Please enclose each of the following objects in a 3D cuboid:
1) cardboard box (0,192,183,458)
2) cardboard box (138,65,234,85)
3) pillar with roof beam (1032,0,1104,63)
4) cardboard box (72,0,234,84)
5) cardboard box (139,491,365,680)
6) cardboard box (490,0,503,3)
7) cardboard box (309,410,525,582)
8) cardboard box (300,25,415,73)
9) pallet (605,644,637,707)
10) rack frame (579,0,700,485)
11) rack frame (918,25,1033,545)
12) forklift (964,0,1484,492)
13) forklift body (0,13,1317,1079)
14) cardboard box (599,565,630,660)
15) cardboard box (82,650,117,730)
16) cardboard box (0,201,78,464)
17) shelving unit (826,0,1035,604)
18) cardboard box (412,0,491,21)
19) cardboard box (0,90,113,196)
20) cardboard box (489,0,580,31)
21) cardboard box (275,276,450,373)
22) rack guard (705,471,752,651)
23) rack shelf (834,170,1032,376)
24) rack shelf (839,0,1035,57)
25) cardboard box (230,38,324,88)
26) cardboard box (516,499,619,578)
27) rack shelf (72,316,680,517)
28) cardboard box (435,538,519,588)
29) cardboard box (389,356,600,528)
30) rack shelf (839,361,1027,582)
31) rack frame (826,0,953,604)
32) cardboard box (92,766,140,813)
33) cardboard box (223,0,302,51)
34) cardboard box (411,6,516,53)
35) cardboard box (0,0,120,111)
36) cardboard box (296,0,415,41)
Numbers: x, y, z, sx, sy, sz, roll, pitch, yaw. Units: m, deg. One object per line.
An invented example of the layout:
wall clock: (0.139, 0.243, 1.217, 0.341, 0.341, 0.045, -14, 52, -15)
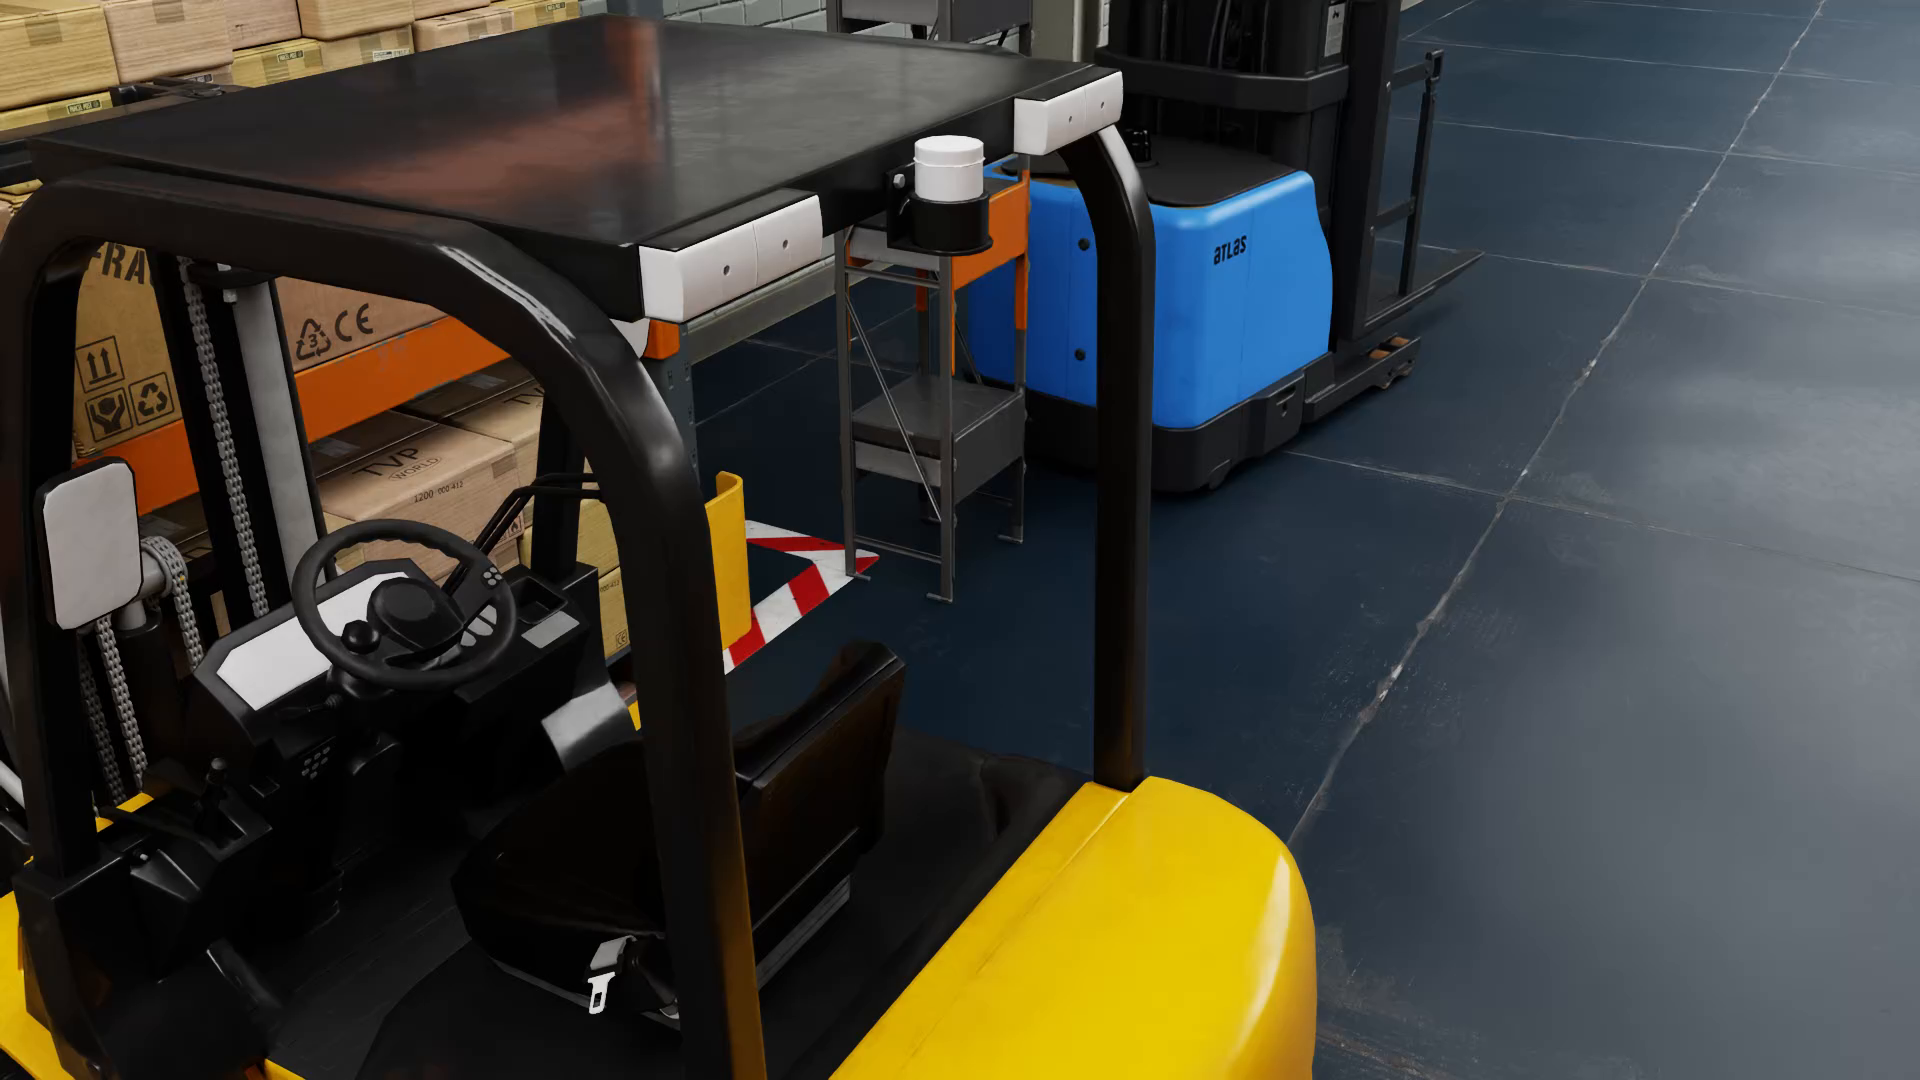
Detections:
cardboard box: (-1.762, -0.526, 3.339, 0.500, 0.500, 0.500, 14, 30, 25)
cardboard box: (-1.663, -0.867, 3.294, 0.380, 0.149, 0.250, 13, 29, 24)
pillar with roof beam: (4.339, -5.131, 5.948, 9.100, 9.000, 0.400, 14, 30, 26)
cardboard box: (-1.644, -0.995, 3.219, 0.380, 0.149, 0.250, 15, 30, 27)
cardboard box: (-1.674, 0.111, 3.663, 0.500, 0.250, 0.500, 15, 30, 27)
cardboard box: (-1.226, -1.413, 4.053, 0.380, 0.149, 0.250, 14, 30, 26)
cardboard box: (-1.434, -0.088, 4.061, 0.500, 0.250, 0.500, 15, 30, 27)
cardboard box: (-1.441, -1.075, 3.711, 0.380, 0.149, 0.250, 15, 30, 27)
pallet: (-1.573, 0.423, 4.669, 1.003, 0.211, 1.213, 14, 30, 26)
rack frame: (-1.233, -1.131, 4.659, 1.000, 3.000, 0.127, 14, 30, 26)
rack frame: (0.039, -0.970, 5.341, 0.400, 2.100, 0.015, 14, 30, 26)
forklift: (1.327, -2.071, 6.613, 1.130, 2.935, 3.031, 20, 33, 34)
forklift body: (-0.578, 0.389, 2.570, 2.313, 2.155, 1.214, 14, 30, 26)
cardboard box: (-1.189, 0.163, 4.675, 0.500, 0.250, 0.500, 14, 30, 26)
cardboard box: (-1.930, 0.307, 3.272, 0.500, 0.250, 0.500, 14, 30, 25)
cardboard box: (-2.000, -0.328, 2.943, 0.500, 0.500, 0.500, 14, 30, 26)
shelving unit: (-0.081, -0.875, 5.151, 0.431, 2.100, 0.503, 14, 30, 26)
cardboard box: (-1.320, -1.310, 3.847, 0.380, 0.149, 0.250, 14, 30, 26)
cardboard box: (-1.770, -0.764, 3.089, 0.380, 0.149, 0.250, 14, 30, 26)
cardboard box: (-1.160, -1.269, 4.098, 0.380, 0.149, 0.250, 15, 30, 27)
cardboard box: (-1.510, -0.726, 3.738, 0.500, 0.500, 0.500, 15, 30, 28)
rack guard: (-1.222, -0.023, 5.237, 1.175, 0.500, 0.348, 14, 30, 26)
rack shelf: (-0.081, -0.862, 5.157, 0.431, 0.518, 0.480, 14, 30, 26)
rack shelf: (-0.081, -1.488, 4.844, 0.431, 0.518, 0.480, 14, 30, 26)
cardboard box: (-1.573, -0.981, 3.523, 0.380, 0.149, 0.250, 14, 30, 26)
cardboard box: (-1.201, -0.054, 4.552, 0.500, 0.250, 0.500, 14, 30, 25)
rack shelf: (-2.217, -0.030, 3.263, 1.077, 0.370, 4.000, 14, 30, 26)
cardboard box: (-1.457, 0.139, 4.166, 0.500, 0.250, 0.500, 14, 30, 26)
cardboard box: (-1.188, -0.288, 4.461, 0.500, 0.250, 0.500, 15, 30, 28)
rack shelf: (-0.081, -0.236, 5.471, 0.431, 0.518, 0.480, 14, 30, 26)
rack frame: (-0.201, -0.779, 4.961, 0.400, 2.100, 0.015, 14, 30, 26)
cardboard box: (-1.942, 0.539, 3.367, 0.500, 0.250, 0.500, 14, 30, 26)
cardboard box: (-1.613, -1.121, 3.471, 0.380, 0.149, 0.250, 14, 30, 26)
cardboard box: (-1.260, -1.163, 3.886, 0.380, 0.149, 0.250, 15, 30, 27)
cardboard box: (-1.767, -0.893, 3.015, 0.380, 0.149, 0.250, 15, 30, 27)
cardboard box: (-1.426, -1.202, 3.632, 0.380, 0.149, 0.250, 15, 30, 27)
